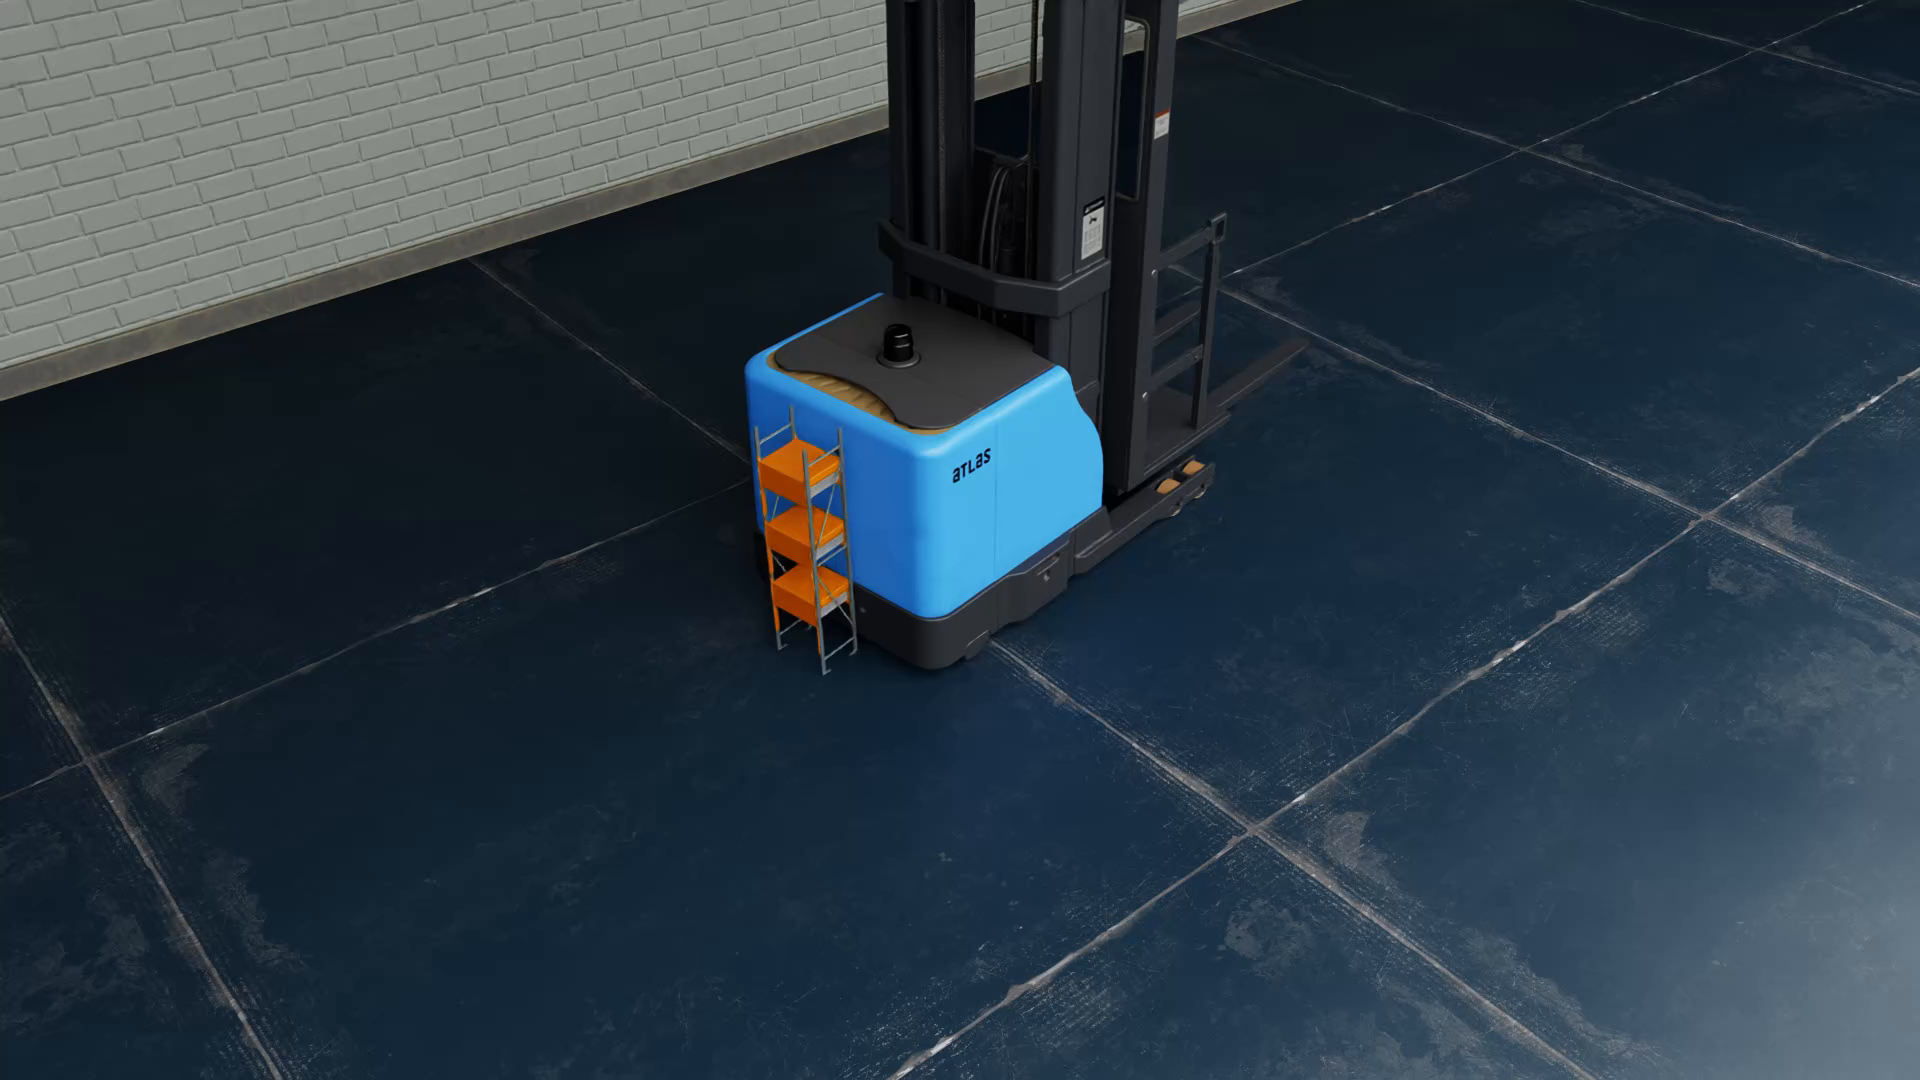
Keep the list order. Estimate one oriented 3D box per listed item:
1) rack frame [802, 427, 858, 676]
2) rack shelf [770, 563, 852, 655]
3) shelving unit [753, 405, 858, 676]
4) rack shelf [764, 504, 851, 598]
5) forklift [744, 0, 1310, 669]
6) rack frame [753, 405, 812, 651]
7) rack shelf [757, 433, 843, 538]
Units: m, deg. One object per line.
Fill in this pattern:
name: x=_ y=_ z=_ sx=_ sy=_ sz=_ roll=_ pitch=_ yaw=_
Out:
rack frame: x=-0.483 y=0.061 z=6.250 sx=0.008 sy=1.050 sz=0.200 roll=25 pitch=44 yaw=31
rack shelf: x=-0.572 y=0.248 z=6.485 sx=0.240 sy=0.259 sz=0.215 roll=25 pitch=44 yaw=31
shelving unit: x=-0.577 y=0.016 z=6.313 sx=0.252 sy=1.050 sz=0.215 roll=25 pitch=44 yaw=31
rack shelf: x=-0.577 y=0.025 z=6.319 sx=0.240 sy=0.259 sz=0.215 roll=25 pitch=44 yaw=31
forklift: x=0.498 y=-1.472 z=6.792 sx=1.130 sy=2.935 sz=3.031 roll=27 pitch=43 yaw=32
rack frame: x=-0.671 y=-0.028 z=6.376 sx=0.008 sy=1.050 sz=0.200 roll=25 pitch=44 yaw=31
rack shelf: x=-0.582 y=-0.203 z=6.150 sx=0.240 sy=0.259 sz=0.215 roll=25 pitch=44 yaw=31
